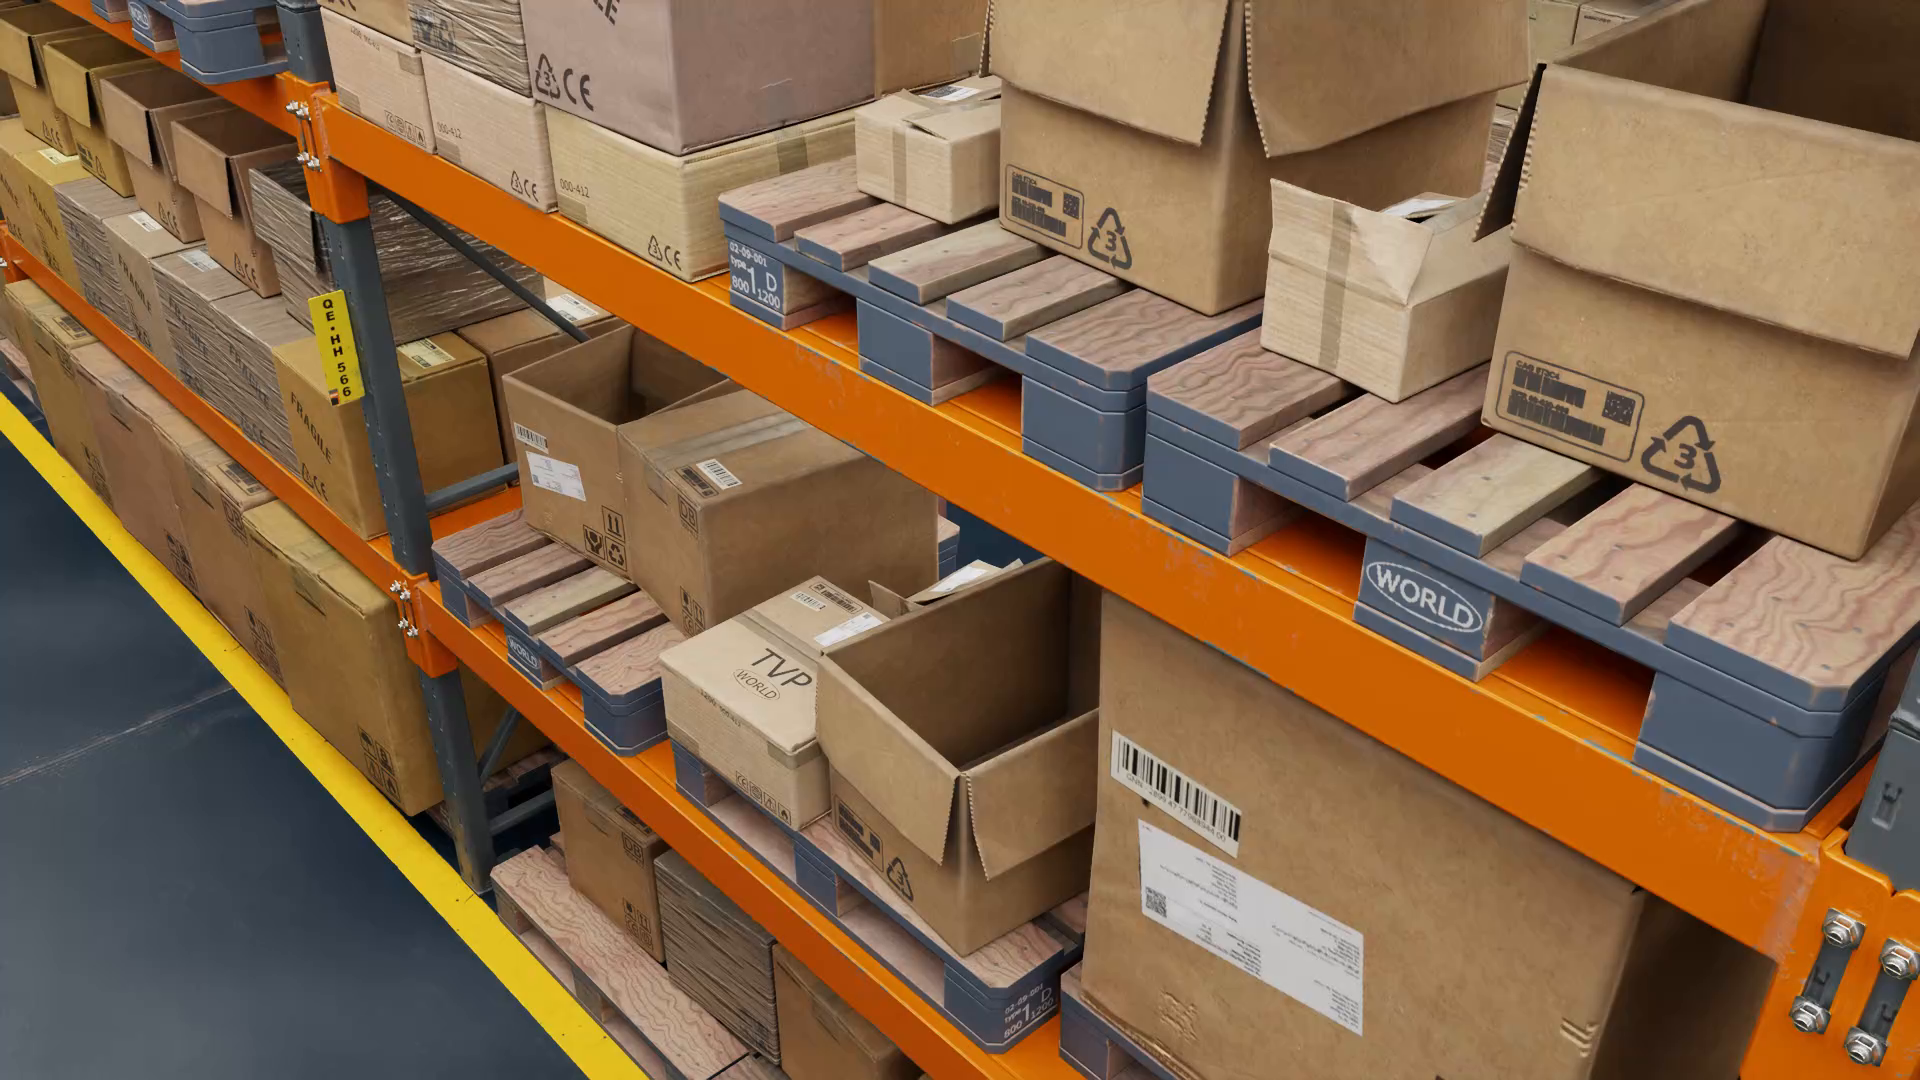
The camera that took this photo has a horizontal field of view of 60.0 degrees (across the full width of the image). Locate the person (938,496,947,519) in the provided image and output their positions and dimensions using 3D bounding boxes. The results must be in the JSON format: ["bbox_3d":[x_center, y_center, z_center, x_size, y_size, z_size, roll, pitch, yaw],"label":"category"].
[{"bbox_3d":[-0.272,-0.546,7.015,0.408,1.673,0.519,27,41,37],"label":"person"}]
